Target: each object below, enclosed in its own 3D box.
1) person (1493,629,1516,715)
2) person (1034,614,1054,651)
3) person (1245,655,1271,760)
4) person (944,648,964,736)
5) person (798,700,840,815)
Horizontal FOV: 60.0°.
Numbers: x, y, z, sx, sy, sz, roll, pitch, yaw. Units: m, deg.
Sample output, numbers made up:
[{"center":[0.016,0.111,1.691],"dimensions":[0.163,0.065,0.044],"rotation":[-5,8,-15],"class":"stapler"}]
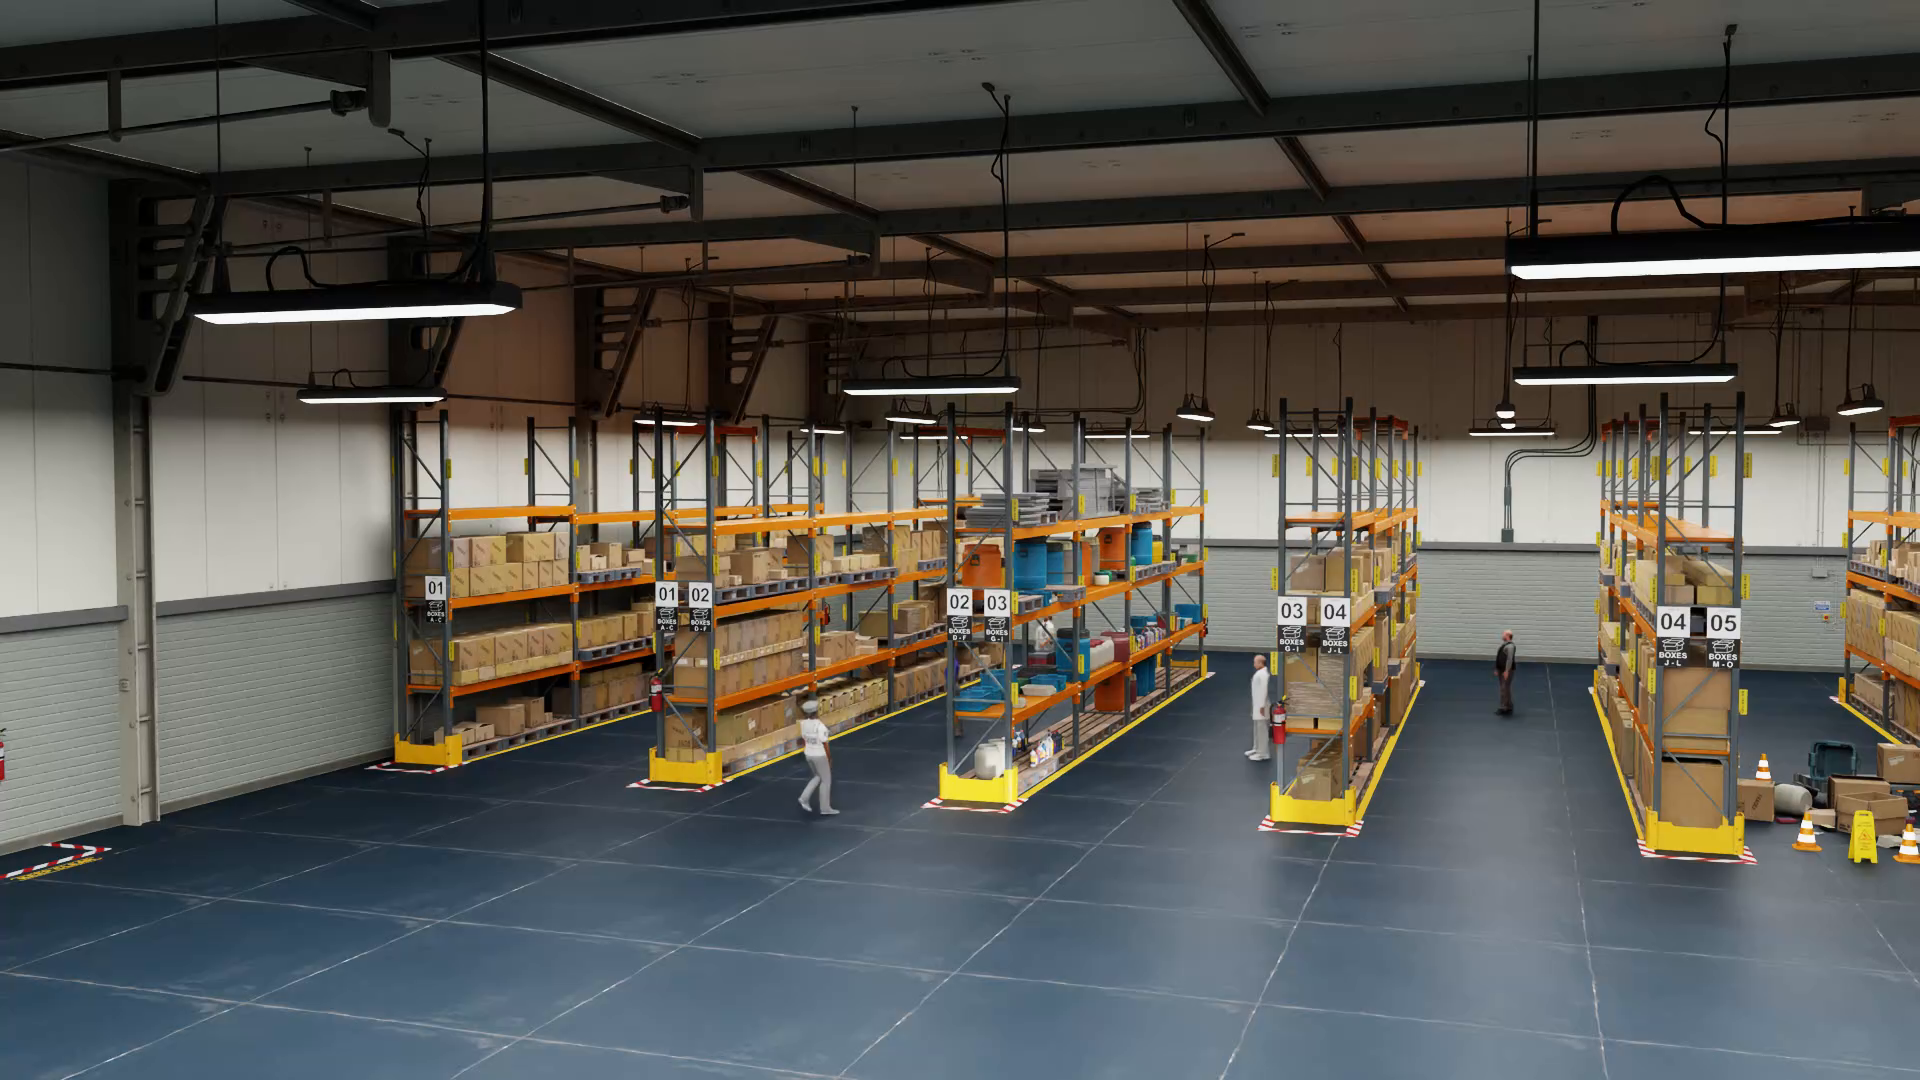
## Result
[{"center":[11.098,2.692,33.960],"dimensions":[0.580,1.736,0.557],"rotation":[0,2,-11],"class":"person"},{"center":[1.933,2.538,39.248],"dimensions":[0.598,1.730,0.586],"rotation":[2,3,44],"class":"person"},{"center":[5.155,2.875,28.753],"dimensions":[0.425,1.781,0.631],"rotation":[0,2,4],"class":"person"},{"center":[-0.111,2.855,31.107],"dimensions":[0.366,1.685,0.546],"rotation":[0,2,8],"class":"person"},{"center":[-2.064,3.149,24.096],"dimensions":[0.552,1.663,0.541],"rotation":[-2,3,-37],"class":"person"}]
